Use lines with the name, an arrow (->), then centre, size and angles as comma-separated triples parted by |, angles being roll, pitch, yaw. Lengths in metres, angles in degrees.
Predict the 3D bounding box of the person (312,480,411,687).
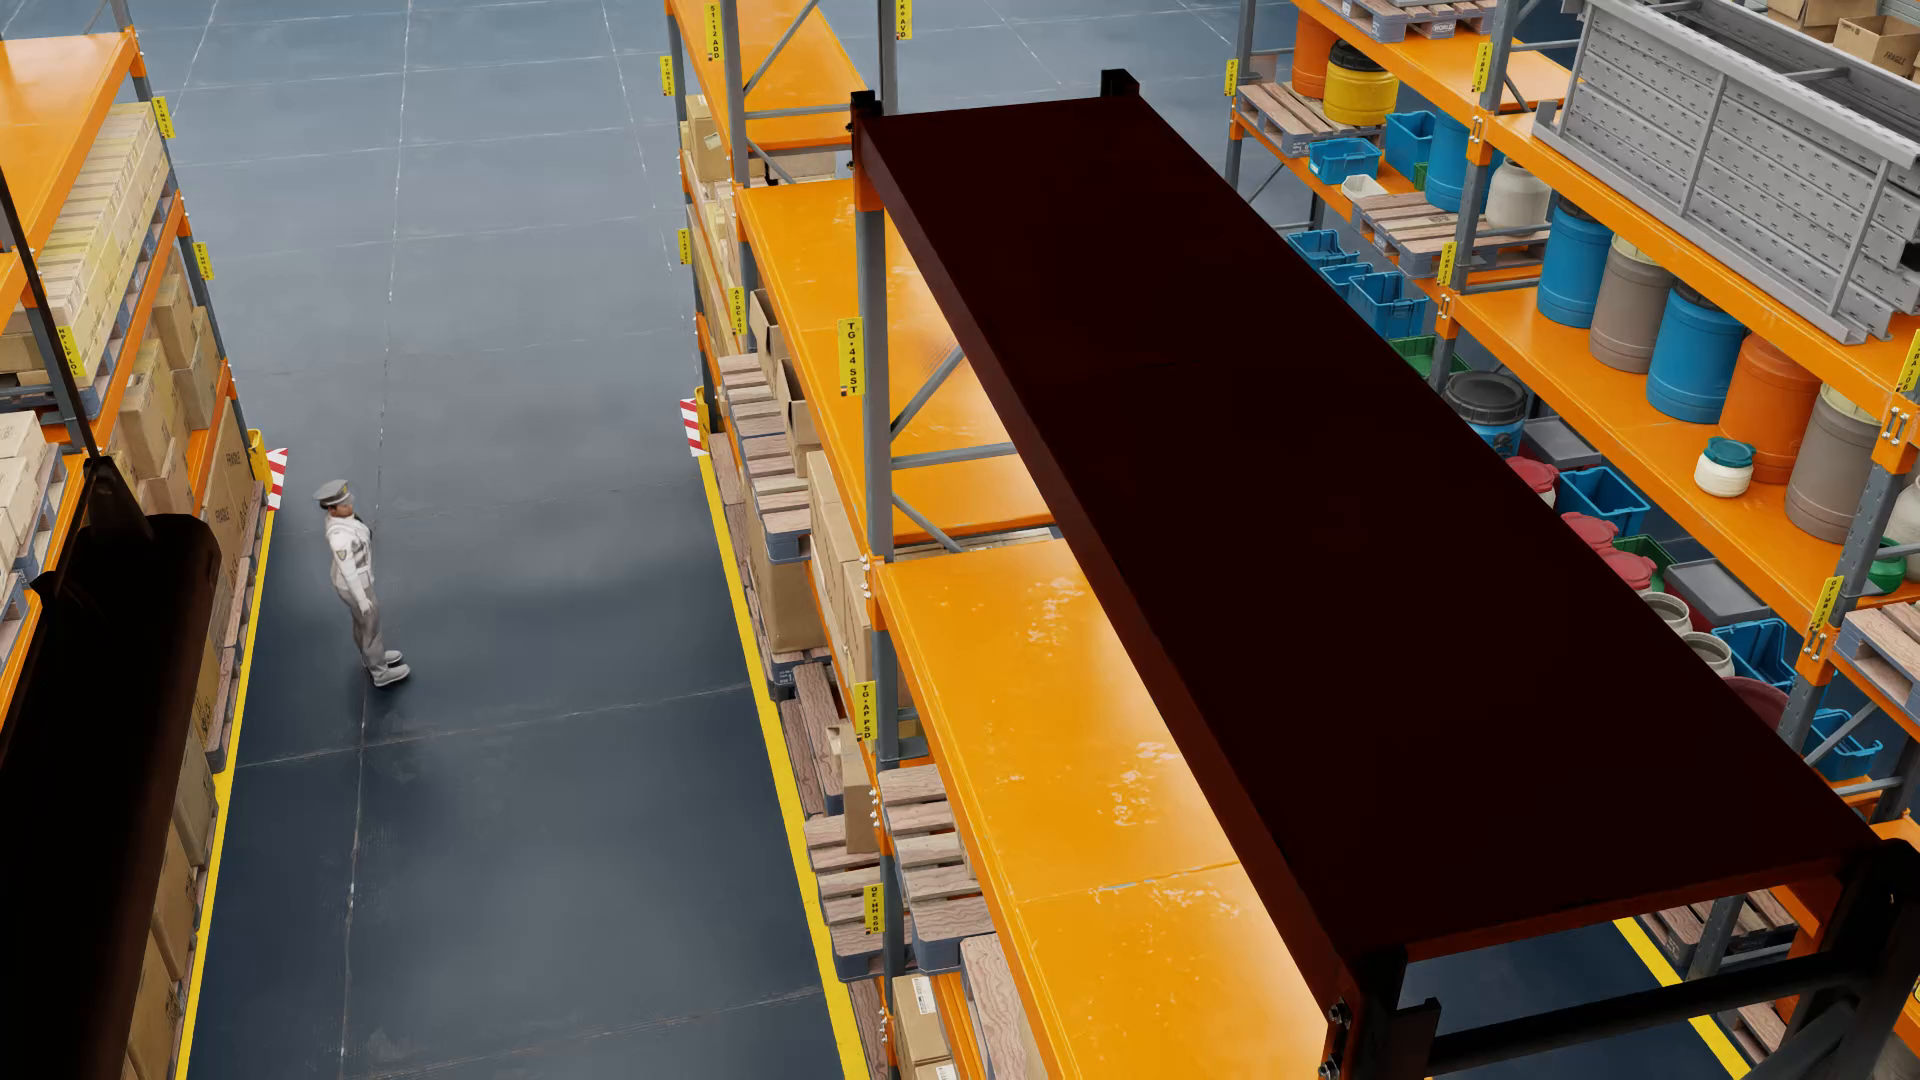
person -> -4.373, 0.307, 12.142 | 0.381, 1.687, 0.532 | -14, 37, -20
